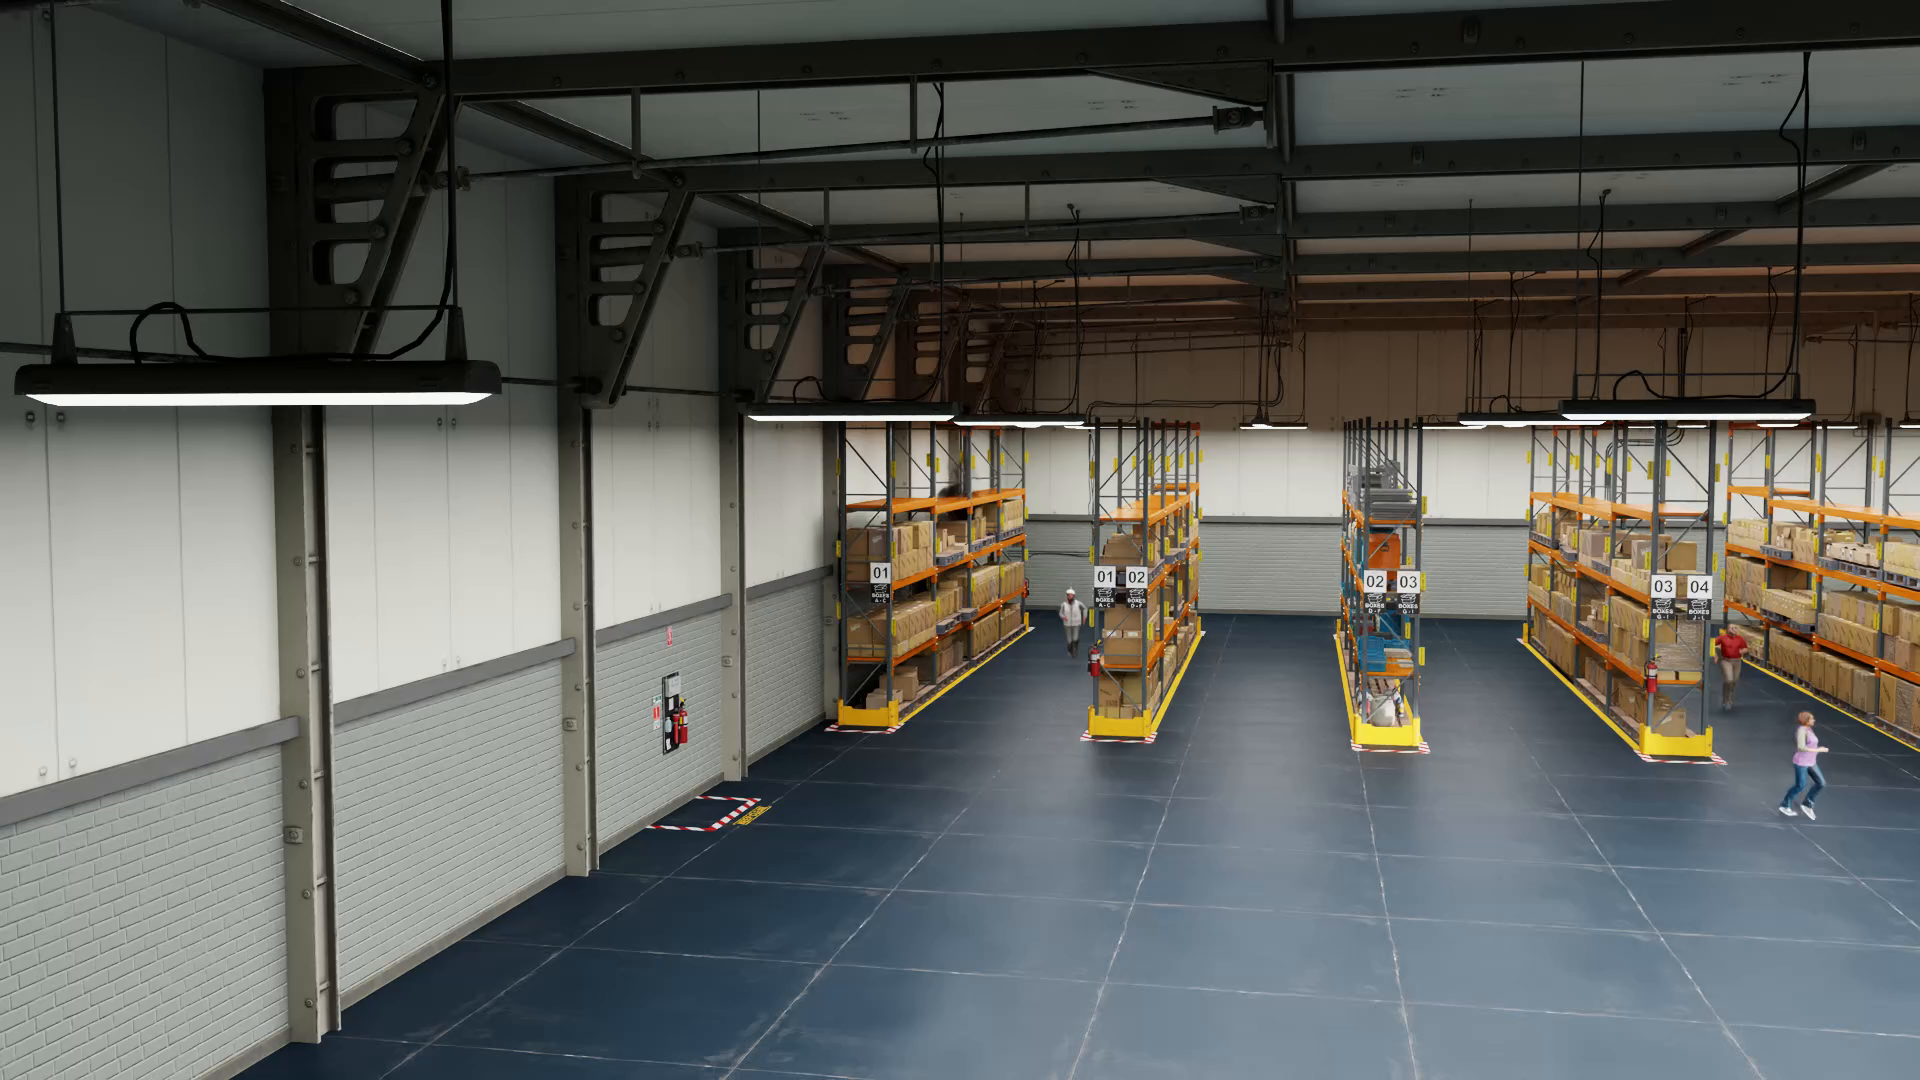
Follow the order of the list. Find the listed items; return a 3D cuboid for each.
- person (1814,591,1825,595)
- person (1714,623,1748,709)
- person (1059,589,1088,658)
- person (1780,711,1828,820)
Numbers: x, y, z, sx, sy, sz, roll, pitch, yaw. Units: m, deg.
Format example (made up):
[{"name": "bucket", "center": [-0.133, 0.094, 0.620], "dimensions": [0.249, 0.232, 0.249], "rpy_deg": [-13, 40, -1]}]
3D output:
[{"name": "person", "center": [23.258, 1.992, 44.838], "dimensions": [0.871, 1.668, 0.604], "rpy_deg": [0, 4, 3]}, {"name": "person", "center": [16.034, 2.629, 34.587], "dimensions": [0.631, 1.800, 0.760], "rpy_deg": [0, 4, 0]}, {"name": "person", "center": [2.721, 2.024, 40.149], "dimensions": [0.678, 1.668, 0.752], "rpy_deg": [1, 4, 12]}, {"name": "person", "center": [12.465, 3.329, 24.531], "dimensions": [0.579, 1.626, 0.658], "rpy_deg": [-3, 5, -43]}]
